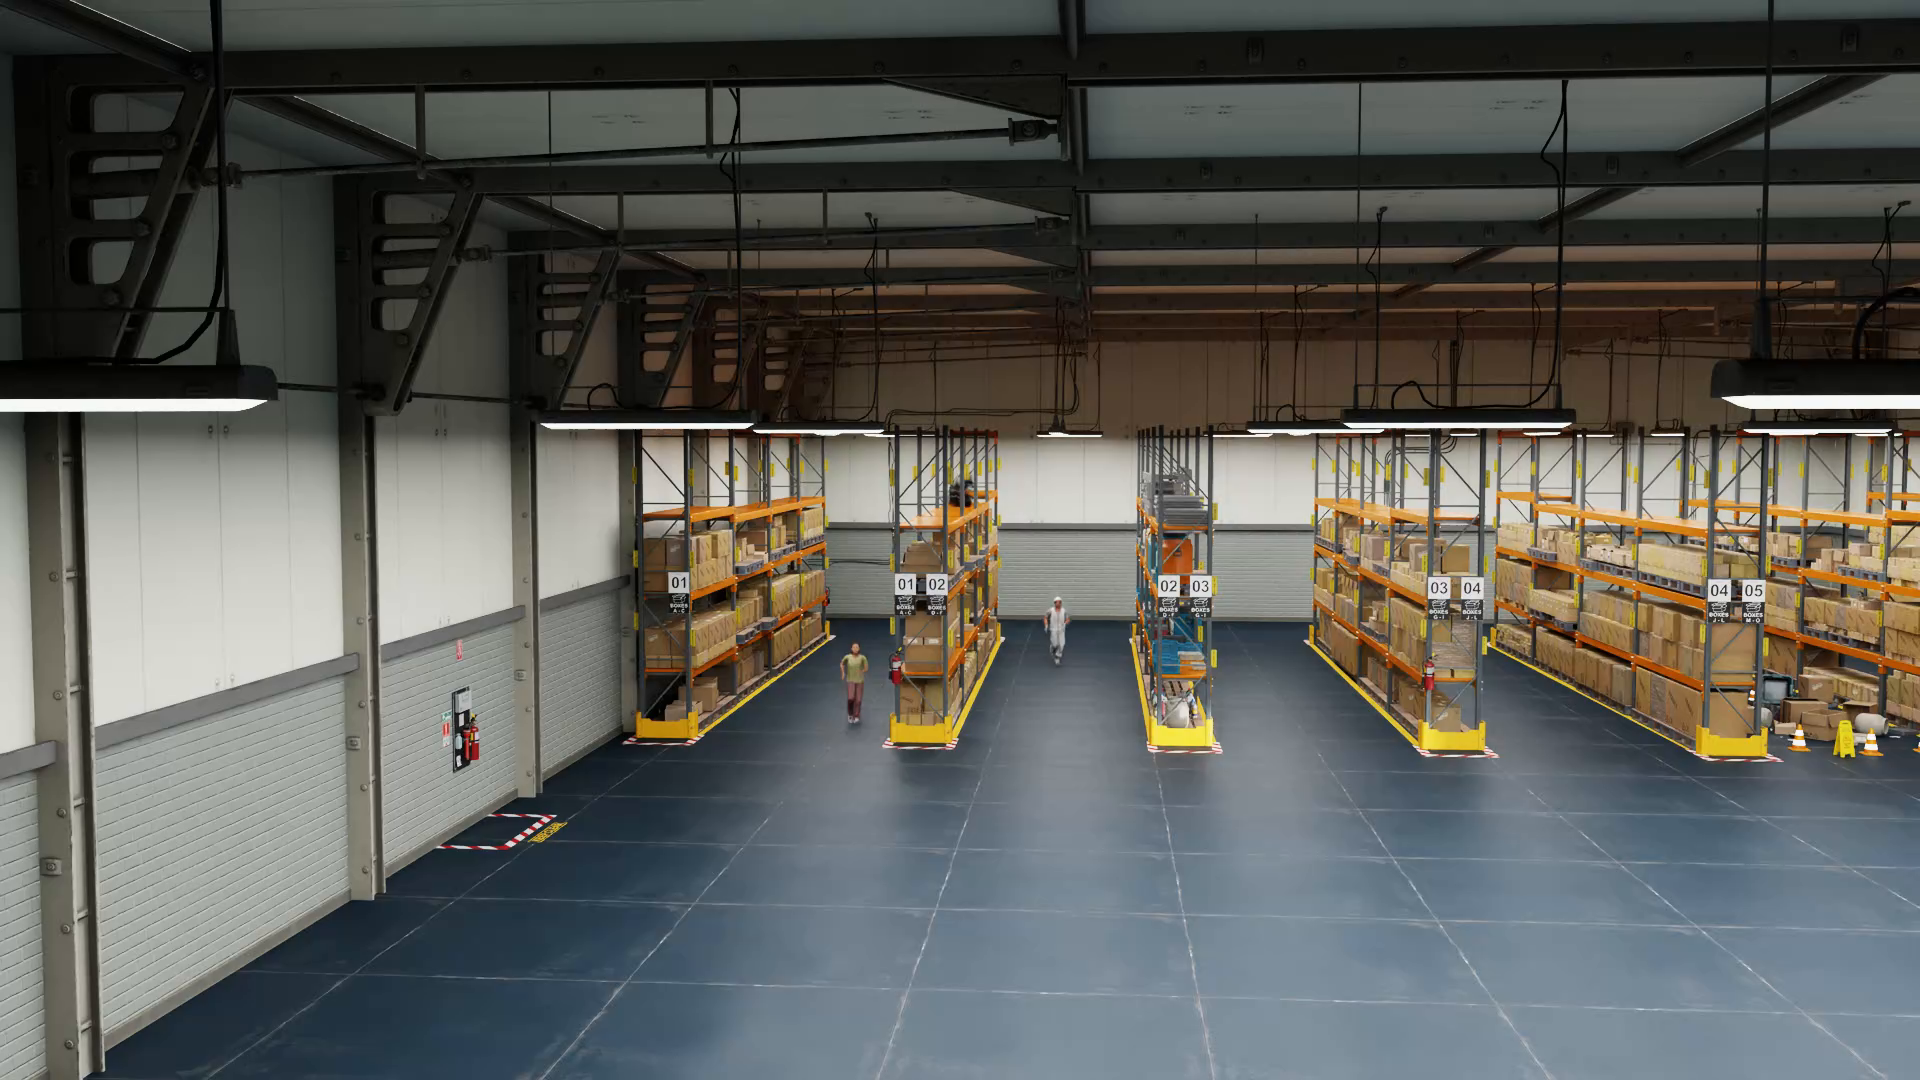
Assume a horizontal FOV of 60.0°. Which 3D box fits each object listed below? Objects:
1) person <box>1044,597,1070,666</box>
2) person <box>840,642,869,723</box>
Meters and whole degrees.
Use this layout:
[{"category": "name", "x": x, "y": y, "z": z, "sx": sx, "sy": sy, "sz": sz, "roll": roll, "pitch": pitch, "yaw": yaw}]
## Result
[{"category": "person", "x": 2.476, "y": 2.319, "z": 42.156, "sx": 0.653, "sy": 1.742, "sz": 0.587, "roll": 0, "pitch": 3, "yaw": -6}, {"category": "person", "x": -2.116, "y": 2.870, "z": 33.492, "sx": 0.554, "sy": 1.642, "sz": 0.645, "roll": 0, "pitch": 3, "yaw": -8}]
